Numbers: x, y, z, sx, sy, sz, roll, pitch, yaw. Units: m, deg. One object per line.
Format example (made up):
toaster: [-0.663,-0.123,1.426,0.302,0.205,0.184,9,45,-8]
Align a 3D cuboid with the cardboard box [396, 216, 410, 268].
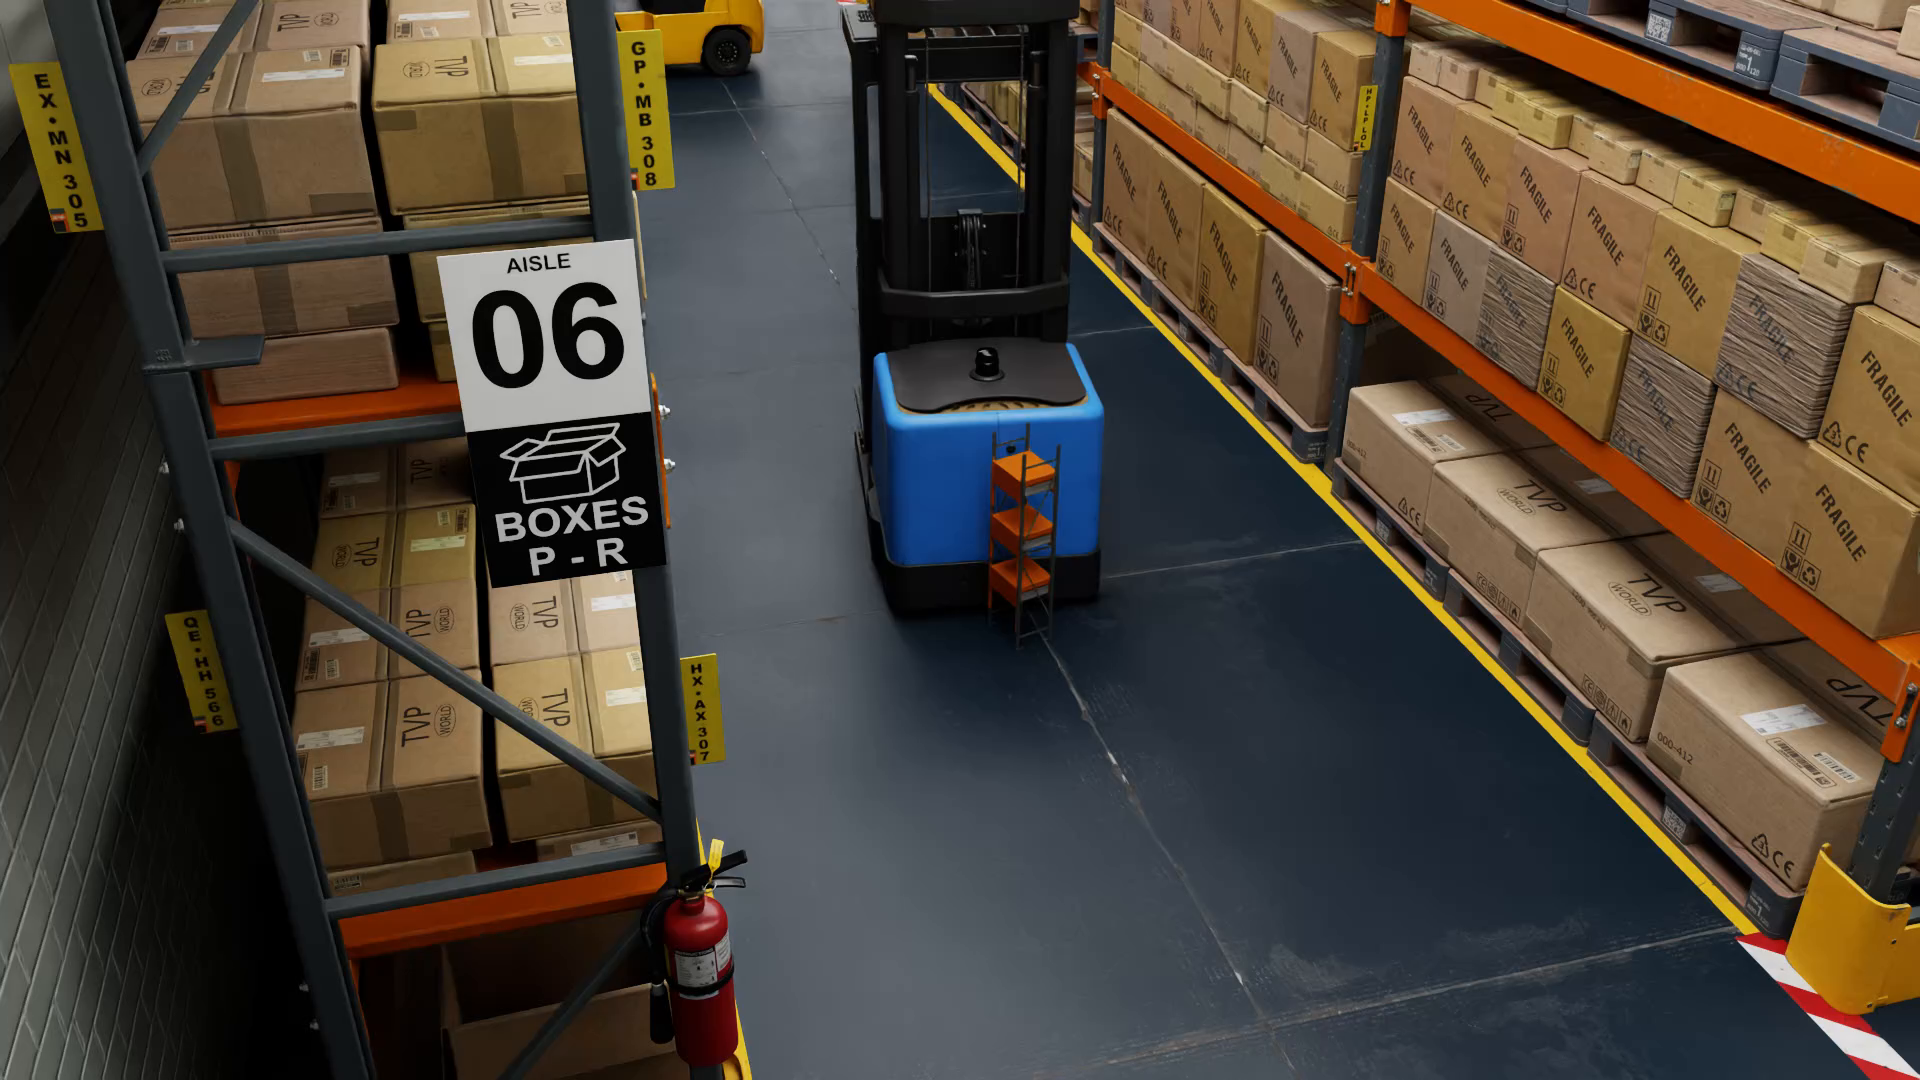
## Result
cardboard box: [-1.675,-0.819,4.427,0.380,0.149,0.250,-9,31,-15]

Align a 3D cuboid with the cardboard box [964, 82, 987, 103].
cardboard box: [0.571,-4.375,15.519,0.950,0.372,0.625,-7,31,-13]

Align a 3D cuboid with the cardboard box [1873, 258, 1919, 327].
cardboard box: [3.236,-0.811,5.412,0.380,0.149,0.250,-7,31,-12]

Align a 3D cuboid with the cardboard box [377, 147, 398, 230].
cardboard box: [-1.698,-0.913,4.191,0.500,0.250,0.500,-8,31,-13]

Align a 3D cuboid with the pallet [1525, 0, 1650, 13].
pallet: [2.760,-2.583,7.313,1.003,0.211,1.213,-8,31,-13]

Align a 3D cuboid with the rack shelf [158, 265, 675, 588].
rack shelf: [-1.701,-1.079,5.344,1.077,0.370,4.000,-8,31,-13]

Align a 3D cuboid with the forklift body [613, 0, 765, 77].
forklift body: [-3.154,-5.813,16.647,2.313,2.155,1.214,-8,31,-13]

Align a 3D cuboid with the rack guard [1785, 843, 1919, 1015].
rack guard: [3.621,1.305,5.996,1.175,0.500,0.348,-8,31,-13]

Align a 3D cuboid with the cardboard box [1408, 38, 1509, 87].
cardboard box: [2.387,-2.290,7.966,0.380,0.149,0.250,-8,31,-14]

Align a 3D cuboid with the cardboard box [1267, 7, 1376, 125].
cardboard box: [2.048,-2.627,9.197,0.500,0.500,0.500,-7,31,-12]

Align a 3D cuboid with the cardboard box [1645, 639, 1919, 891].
cardboard box: [3.343,0.833,6.454,0.875,0.438,0.875,-9,31,-15]

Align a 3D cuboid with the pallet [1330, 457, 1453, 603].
pallet: [2.680,-0.136,8.774,1.003,0.211,1.213,-8,31,-13]

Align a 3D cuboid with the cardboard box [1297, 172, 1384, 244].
cardboard box: [2.191,-1.838,9.081,0.500,0.250,0.500,-9,31,-14]

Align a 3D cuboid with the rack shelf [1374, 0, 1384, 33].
rack shelf: [2.022,-3.673,9.825,1.077,0.370,4.000,-8,31,-13]

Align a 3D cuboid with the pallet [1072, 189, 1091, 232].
pallet: [1.285,-2.823,13.416,1.003,0.211,1.213,-8,31,-13]

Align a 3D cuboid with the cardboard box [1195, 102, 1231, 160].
cardboard box: [1.800,-2.580,10.362,0.500,0.250,0.500,-8,31,-13]

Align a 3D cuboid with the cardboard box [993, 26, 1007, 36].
cardboard box: [0.534,-5.221,16.353,0.500,0.500,0.500,-6,31,-11]

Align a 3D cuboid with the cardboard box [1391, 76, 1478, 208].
cardboard box: [2.446,-1.934,7.999,0.500,0.500,0.500,-8,31,-13]

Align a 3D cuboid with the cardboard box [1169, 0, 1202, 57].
cardboard box: [1.650,-3.367,10.475,0.500,0.500,0.500,-7,31,-12]

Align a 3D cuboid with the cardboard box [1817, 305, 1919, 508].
cardboard box: [3.257,-0.465,5.462,0.500,0.500,0.500,-7,31,-12]

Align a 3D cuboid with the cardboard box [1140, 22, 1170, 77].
cardboard box: [1.524,-3.276,11.066,0.500,0.250,0.500,-7,31,-12]

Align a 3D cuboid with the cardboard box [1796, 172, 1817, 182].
cardboard box: [3.457,-1.382,6.397,0.380,0.149,0.250,-8,31,-13]

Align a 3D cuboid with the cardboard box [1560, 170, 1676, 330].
cardboard box: [2.831,-1.196,6.725,0.500,0.500,0.500,-8,31,-14]

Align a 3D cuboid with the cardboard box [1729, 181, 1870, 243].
cardboard box: [3.058,-1.187,6.062,0.380,0.149,0.250,-8,31,-14]

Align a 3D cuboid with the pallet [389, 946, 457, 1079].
pallet: [-1.402,1.659,5.673,1.003,0.211,1.213,-8,31,-13]

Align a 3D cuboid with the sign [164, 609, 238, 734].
sign: [-1.710,0.300,3.766,0.100,0.325,0.005,-8,31,-13]

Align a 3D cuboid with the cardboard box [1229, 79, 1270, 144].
cardboard box: [1.919,-2.542,9.798,0.500,0.250,0.500,-7,31,-12]

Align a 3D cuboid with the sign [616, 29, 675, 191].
sign: [-0.647,-0.875,3.401,0.100,0.325,0.005,-8,31,-13]

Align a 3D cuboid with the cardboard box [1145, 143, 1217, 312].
cardboard box: [1.827,-2.138,11.152,0.875,0.875,0.875,-7,31,-13]

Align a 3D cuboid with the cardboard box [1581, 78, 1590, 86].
cardboard box: [2.964,-2.107,7.650,0.380,0.149,0.250,-8,31,-13]

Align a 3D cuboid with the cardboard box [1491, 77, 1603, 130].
cardboard box: [2.586,-1.922,7.331,0.380,0.149,0.250,-8,31,-14]

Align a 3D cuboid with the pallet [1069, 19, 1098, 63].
pallet: [1.200,-3.899,12.683,1.213,0.211,1.003,-8,31,-13]

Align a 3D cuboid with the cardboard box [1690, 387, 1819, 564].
cardboard box: [3.113,-0.274,6.129,0.500,0.500,0.500,-8,31,-14]

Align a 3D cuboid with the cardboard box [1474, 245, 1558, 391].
cardboard box: [2.681,-1.017,7.413,0.500,0.500,0.500,-8,31,-13]

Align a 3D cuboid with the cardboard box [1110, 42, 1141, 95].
cardboard box: [1.379,-3.317,11.637,0.500,0.250,0.500,-8,31,-14]

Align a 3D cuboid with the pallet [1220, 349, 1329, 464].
pallet: [2.276,-0.876,10.053,1.003,0.211,1.213,-8,31,-13]

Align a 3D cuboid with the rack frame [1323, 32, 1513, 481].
rack frame: [2.553,-1.720,8.727,1.000,3.000,0.127,-8,31,-13]

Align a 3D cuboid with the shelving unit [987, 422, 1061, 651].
shelving unit: [0.290,-0.005,7.704,0.215,1.050,0.252,-17,36,-27]

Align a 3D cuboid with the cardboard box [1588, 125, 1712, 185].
cardboard box: [2.773,-1.552,6.691,0.380,0.149,0.250,-8,31,-13]

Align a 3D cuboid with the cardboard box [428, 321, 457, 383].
cardboard box: [-1.030,-0.501,3.877,0.380,0.149,0.250,-7,31,-12]

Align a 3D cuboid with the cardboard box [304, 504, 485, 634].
cardboard box: [-1.810,0.134,5.377,0.500,0.250,0.500,-7,31,-12]

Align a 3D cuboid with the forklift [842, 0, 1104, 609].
forklift: [-0.010,-1.651,8.677,1.130,2.935,3.031,-4,30,-6]

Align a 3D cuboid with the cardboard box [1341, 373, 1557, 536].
cardboard box: [2.616,-0.475,8.716,0.875,0.438,0.875,-8,31,-14]

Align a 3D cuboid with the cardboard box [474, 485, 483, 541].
cardboard box: [-1.458,-0.177,5.915,0.500,0.250,0.500,-9,31,-15]

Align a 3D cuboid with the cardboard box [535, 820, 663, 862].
cardboard box: [-0.993,0.787,4.647,0.380,0.149,0.250,-8,31,-14]

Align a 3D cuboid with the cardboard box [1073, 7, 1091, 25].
cardboard box: [1.037,-3.972,12.450,0.380,0.149,0.250,-7,31,-13]

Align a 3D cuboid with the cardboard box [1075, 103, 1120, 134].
cardboard box: [1.148,-3.326,13.706,0.950,0.372,0.625,-8,31,-14]

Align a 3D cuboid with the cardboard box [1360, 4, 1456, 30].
cardboard box: [2.552,-2.689,9.303,0.500,0.500,0.500,-8,31,-14]

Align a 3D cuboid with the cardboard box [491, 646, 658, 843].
cardboard box: [-1.030,0.555,4.650,0.500,0.250,0.500,-8,31,-13]

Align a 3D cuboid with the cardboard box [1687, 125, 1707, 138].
cardboard box: [3.220,-1.745,7.024,0.380,0.149,0.250,-8,31,-14]

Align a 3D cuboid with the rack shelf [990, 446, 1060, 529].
rack shelf: [0.293,-0.239,7.563,0.215,0.259,0.240,-17,36,-27]

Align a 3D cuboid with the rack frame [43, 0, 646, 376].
rack frame: [-1.170,-1.723,2.744,1.000,3.000,0.127,-8,31,-13]

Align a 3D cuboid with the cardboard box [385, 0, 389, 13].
cardboard box: [-1.309,-1.441,4.605,0.500,0.250,0.500,-8,31,-14]

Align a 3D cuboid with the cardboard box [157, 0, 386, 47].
cardboard box: [-1.841,-1.381,4.501,0.500,0.250,0.500,-8,31,-13]
